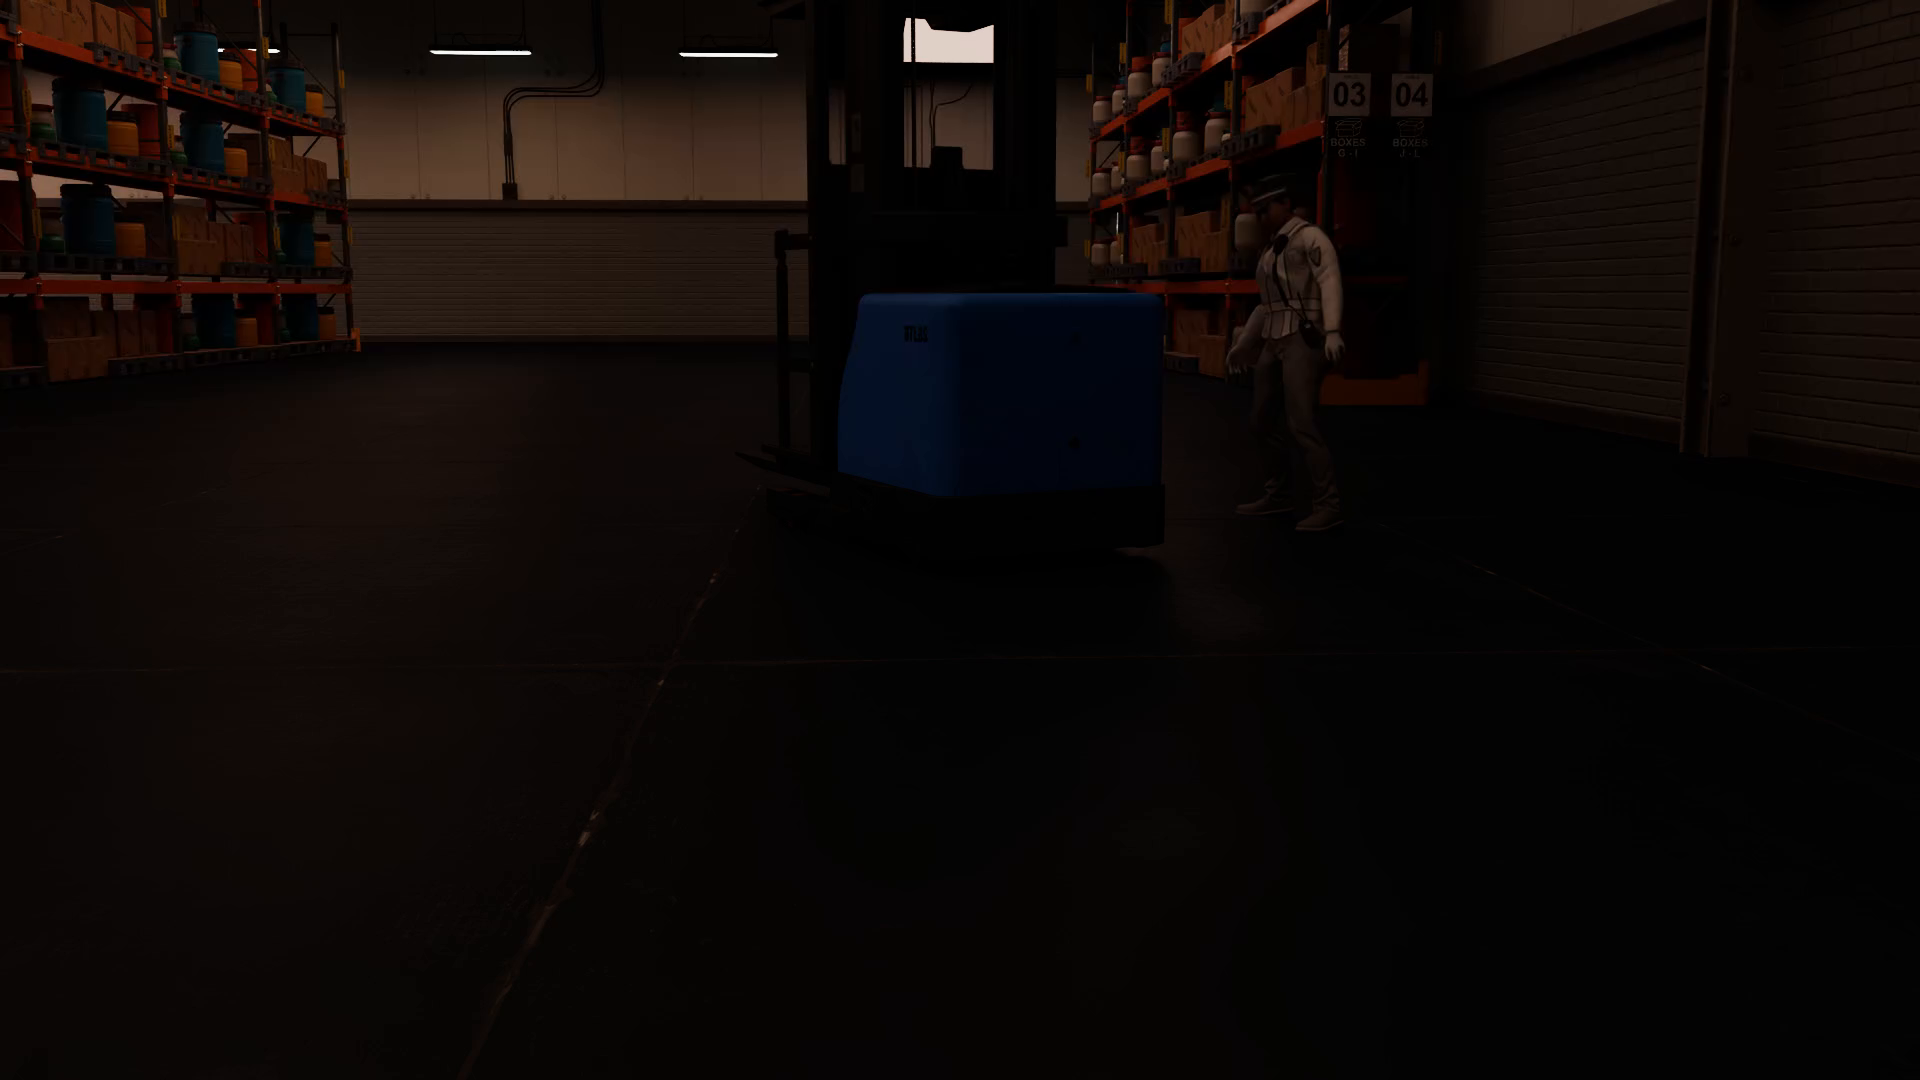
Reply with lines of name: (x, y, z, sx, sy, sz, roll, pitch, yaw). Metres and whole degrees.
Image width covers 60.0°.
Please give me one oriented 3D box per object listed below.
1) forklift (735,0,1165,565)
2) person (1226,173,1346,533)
forklift: (-0.264, -1.530, 7.637, 1.130, 2.935, 3.031, -4, 9, -25)
person: (1.524, -0.886, 7.800, 0.386, 1.630, 0.824, -2, 9, -14)
